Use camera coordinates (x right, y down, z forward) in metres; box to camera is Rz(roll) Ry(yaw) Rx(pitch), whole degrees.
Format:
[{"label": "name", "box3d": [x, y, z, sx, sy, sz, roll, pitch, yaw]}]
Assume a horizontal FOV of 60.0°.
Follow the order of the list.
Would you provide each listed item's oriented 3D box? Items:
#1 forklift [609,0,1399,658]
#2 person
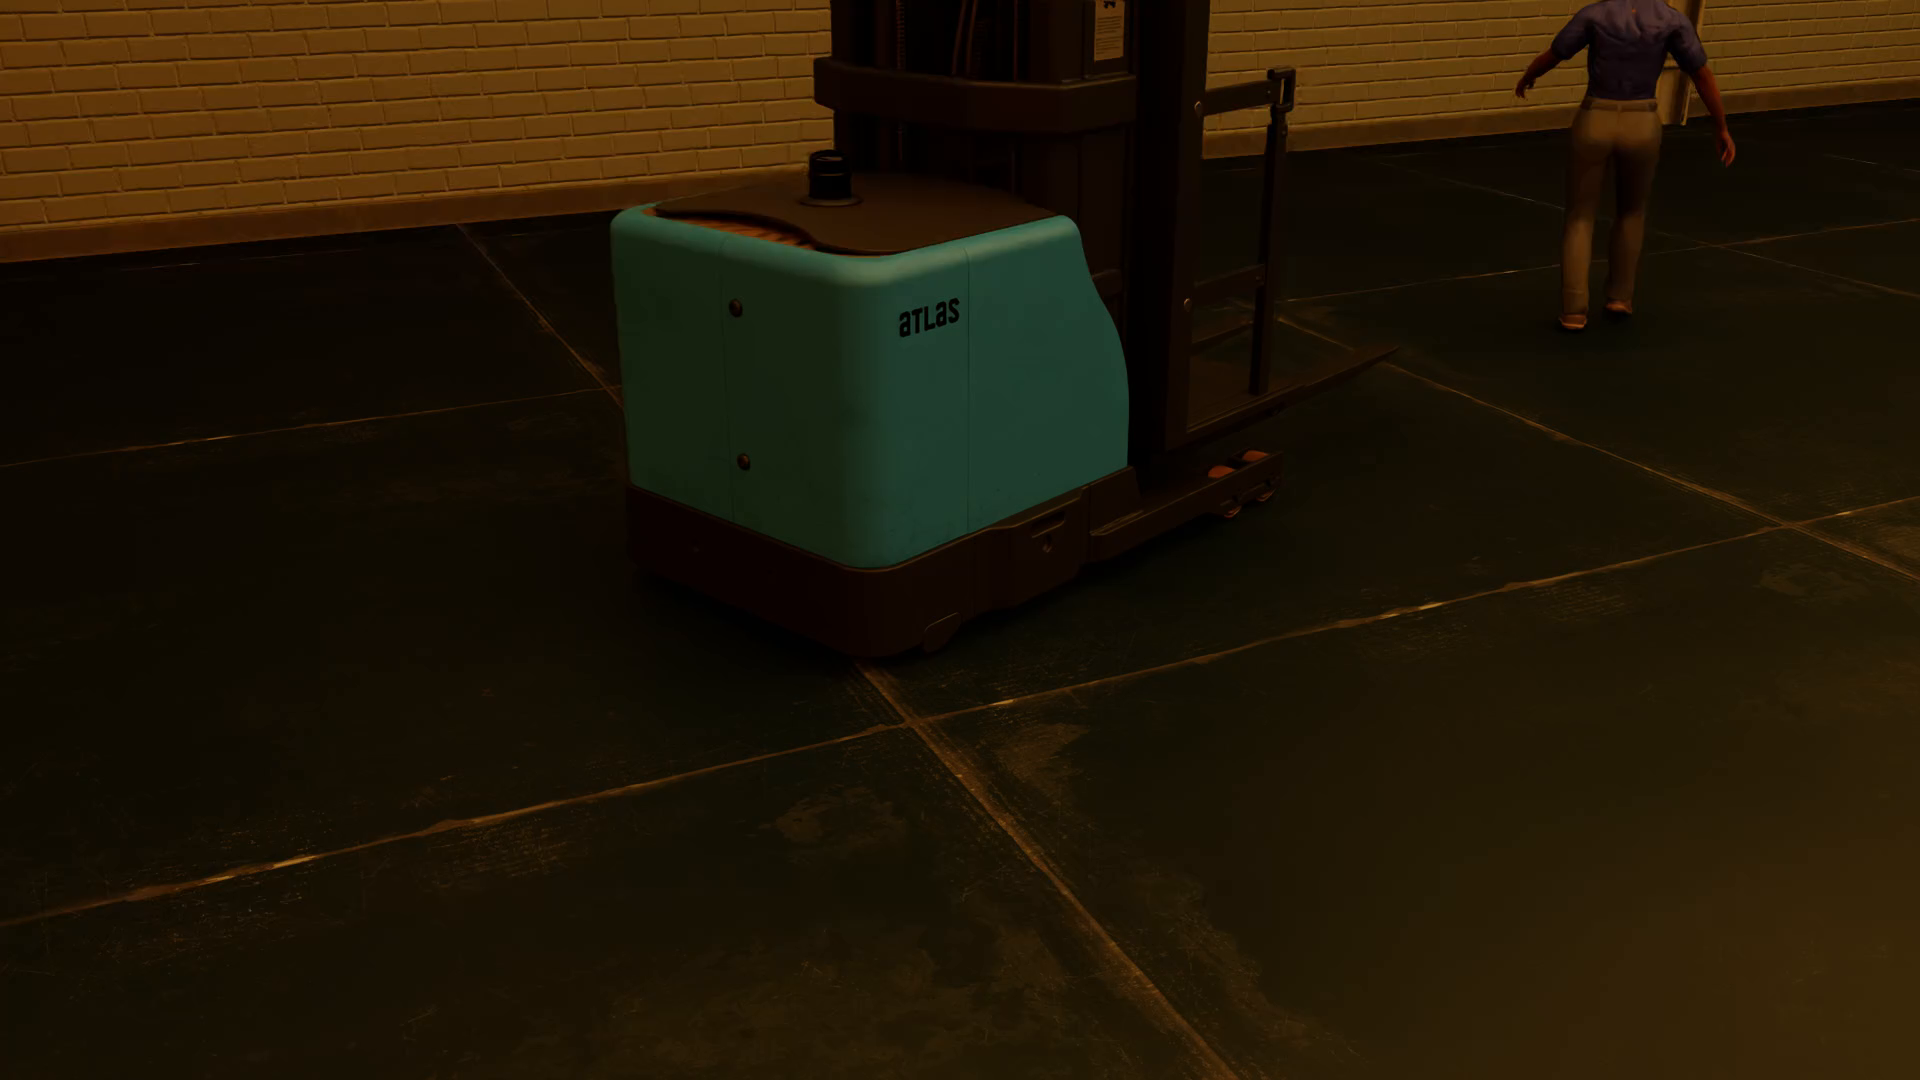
[{"label": "forklift", "box3d": [0.405, -1.538, 4.989, 1.130, 2.935, 3.031, 19, 29, 38]}, {"label": "person", "box3d": [2.862, -1.730, 7.216, 0.915, 1.676, 0.614, 8, 24, 18]}]
